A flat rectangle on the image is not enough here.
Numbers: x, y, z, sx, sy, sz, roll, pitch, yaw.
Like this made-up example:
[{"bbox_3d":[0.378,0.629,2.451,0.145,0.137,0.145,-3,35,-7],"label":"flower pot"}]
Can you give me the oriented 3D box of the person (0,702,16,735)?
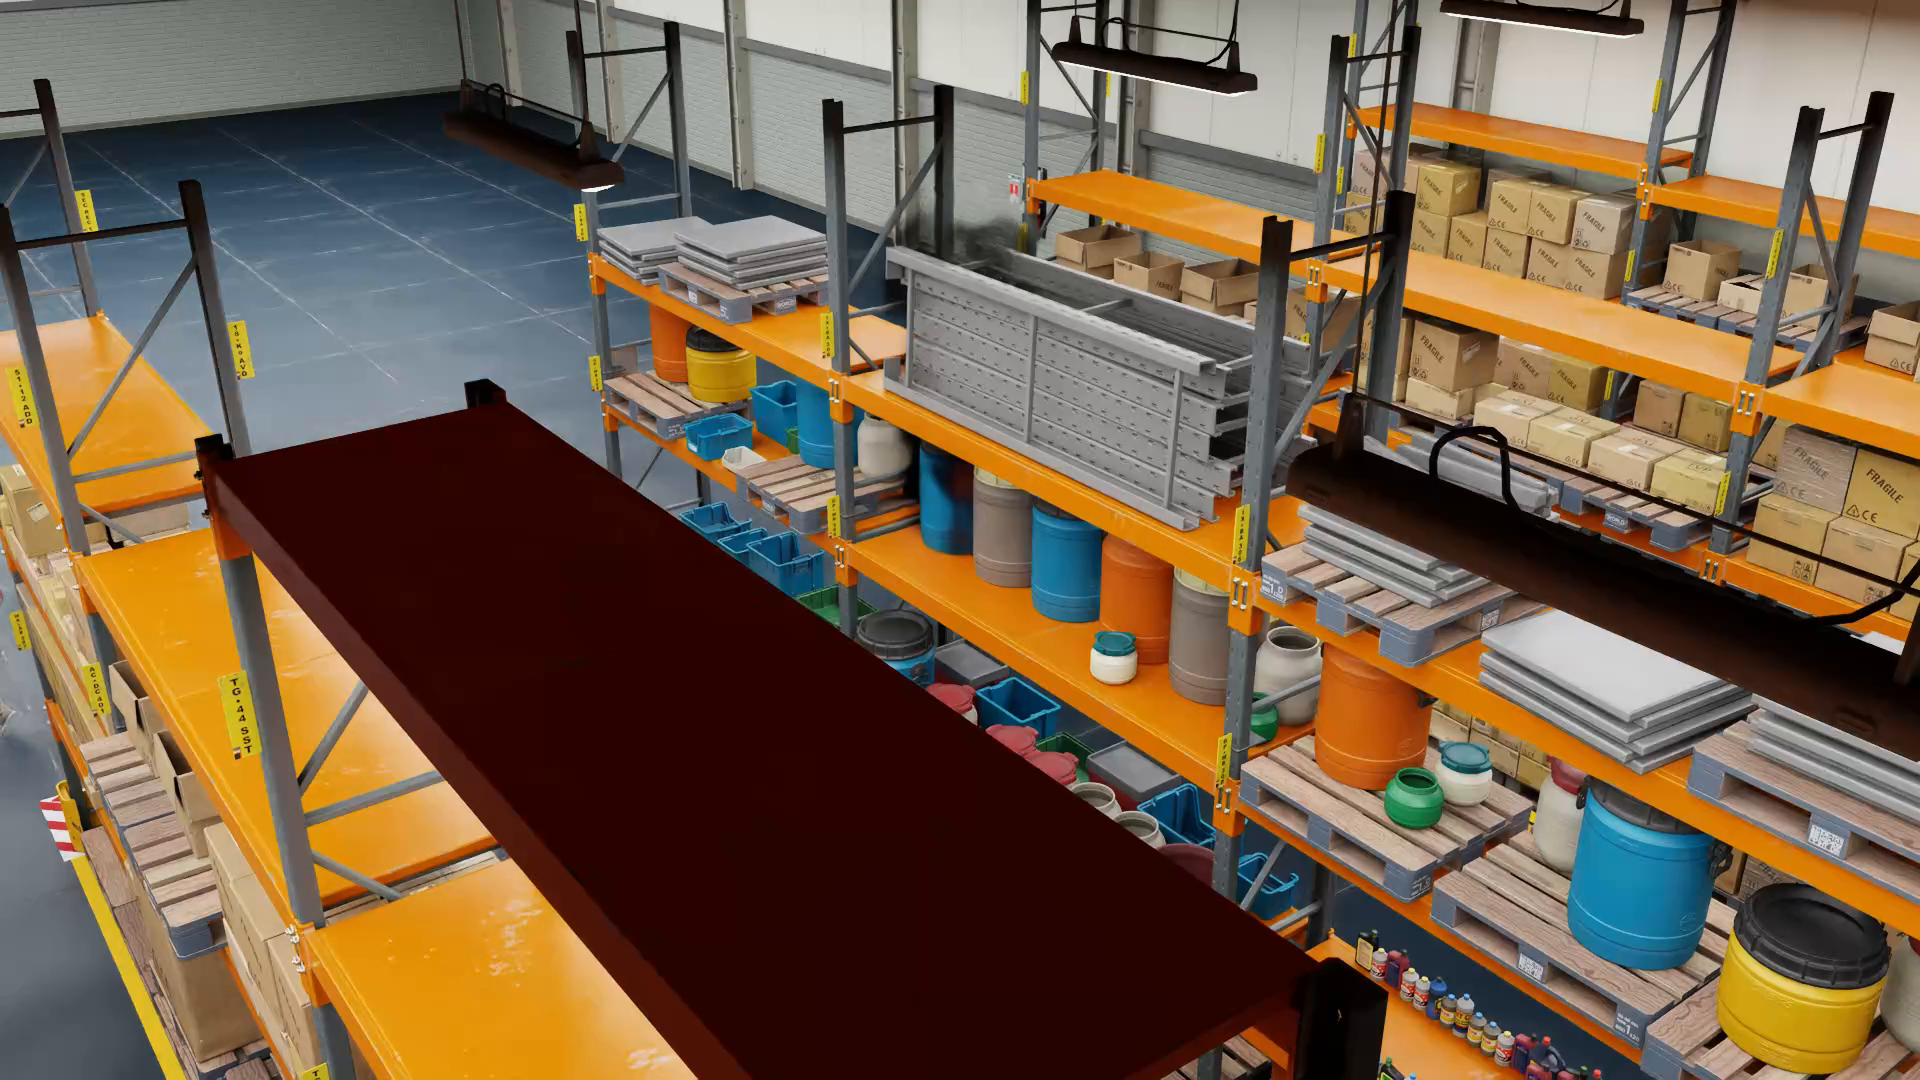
[{"bbox_3d":[-8.930,0.985,14.802,0.857,1.722,0.686,0,25,0],"label":"person"}]
